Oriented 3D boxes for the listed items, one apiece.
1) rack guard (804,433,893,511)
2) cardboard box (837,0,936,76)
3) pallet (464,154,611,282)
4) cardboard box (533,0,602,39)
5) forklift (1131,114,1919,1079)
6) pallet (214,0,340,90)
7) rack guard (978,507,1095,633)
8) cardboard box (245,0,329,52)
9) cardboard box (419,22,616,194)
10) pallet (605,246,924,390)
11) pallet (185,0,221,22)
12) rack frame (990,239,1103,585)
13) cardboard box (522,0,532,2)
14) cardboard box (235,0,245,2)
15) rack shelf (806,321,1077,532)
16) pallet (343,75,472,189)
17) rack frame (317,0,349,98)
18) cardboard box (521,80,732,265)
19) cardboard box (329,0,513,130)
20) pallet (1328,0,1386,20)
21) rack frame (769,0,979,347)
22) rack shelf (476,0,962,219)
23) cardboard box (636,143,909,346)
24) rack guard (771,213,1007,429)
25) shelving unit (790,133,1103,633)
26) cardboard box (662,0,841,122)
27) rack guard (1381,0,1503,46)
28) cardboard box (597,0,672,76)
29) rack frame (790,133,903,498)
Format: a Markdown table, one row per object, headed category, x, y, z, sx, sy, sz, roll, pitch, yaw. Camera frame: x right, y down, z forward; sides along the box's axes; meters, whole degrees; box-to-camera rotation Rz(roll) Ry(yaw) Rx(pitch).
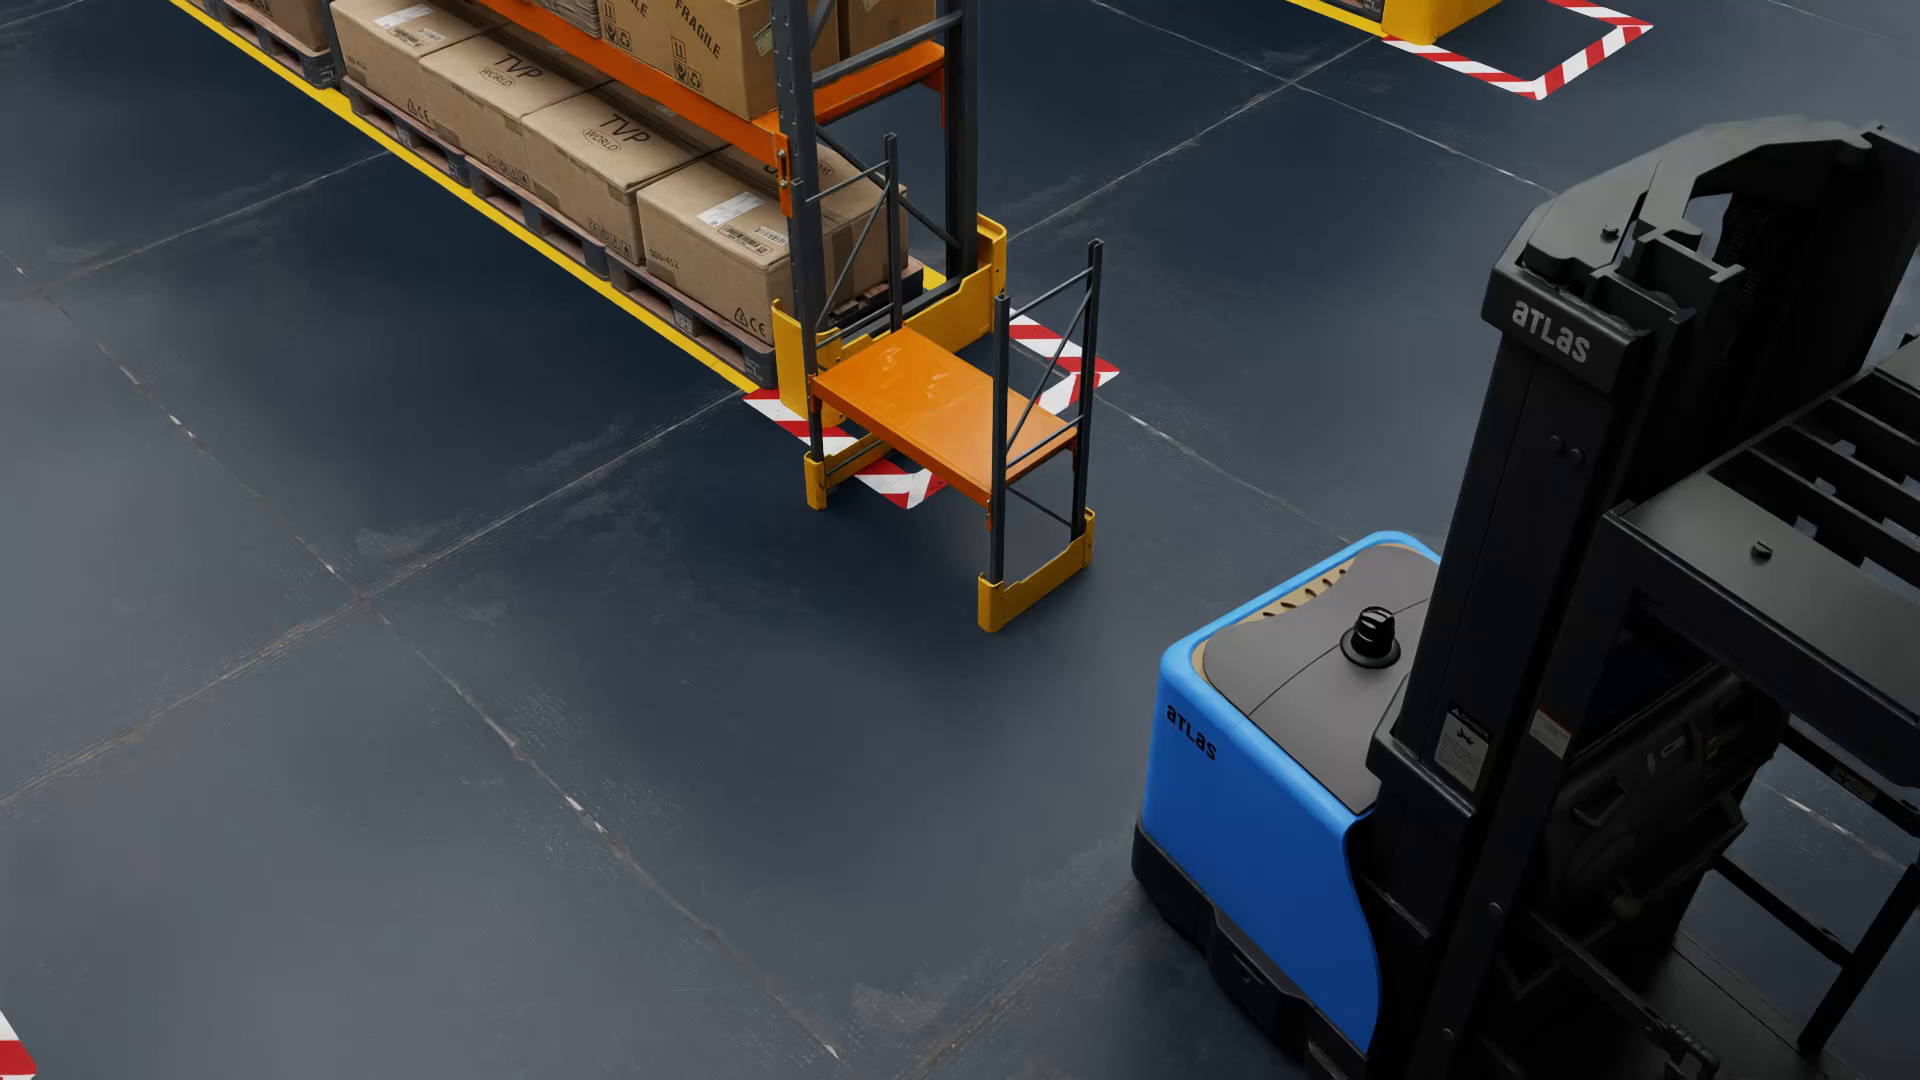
| category | x | y | z | sx | sy | sz | roll | pitch | yaw |
| --- | --- | --- | --- | --- | --- | --- | --- | --- | --- |
| rack guard | -0.406 | -0.368 | 6.964 | 0.587 | 0.250 | 0.087 | -34 | 53 | -31 |
| cardboard box | -0.450 | -2.350 | 7.009 | 0.500 | 0.500 | 0.500 | 34 | 52 | 31 |
| pallet | -1.792 | -1.854 | 8.601 | 1.003 | 0.211 | 1.213 | -34 | 53 | -31 |
| cardboard box | -1.557 | -2.577 | 7.255 | 0.500 | 0.500 | 0.500 | -33 | 52 | -30 |
| forklift | 1.829 | 0.661 | 3.875 | 1.130 | 2.935 | 3.031 | -26 | 49 | -25 |
| pallet | -3.738 | -3.178 | 10.033 | 1.003 | 0.211 | 1.213 | -34 | 53 | -31 |
| rack guard | 0.298 | 0.111 | 6.446 | 0.587 | 0.250 | 0.087 | -34 | 53 | -31 |
| cardboard box | -3.634 | -3.500 | 9.584 | 0.875 | 0.875 | 0.875 | -32 | 52 | -30 |
| cardboard box | -2.139 | -2.297 | 8.604 | 0.875 | 0.438 | 0.875 | 33 | 52 | 30 |
| pallet | -0.935 | -1.268 | 7.966 | 1.003 | 0.211 | 1.213 | -34 | 53 | -31 |
| pallet | -4.603 | -3.764 | 10.668 | 1.003 | 0.211 | 1.213 | -34 | 53 | -31 |
| rack frame | 0.299 | -0.348 | 6.021 | 0.500 | 1.500 | 0.032 | -34 | 53 | -31 |
| cardboard box | -1.930 | -2.819 | 7.517 | 0.500 | 0.500 | 0.500 | -33 | 52 | -30 |
| cardboard box | -4.277 | -3.931 | 10.050 | 0.875 | 0.875 | 0.875 | -33 | 52 | -30 |
| rack shelf | -0.060 | -0.460 | 6.407 | 0.538 | 0.185 | 1.000 | -34 | 53 | -31 |
| pallet | -2.658 | -2.440 | 9.235 | 1.003 | 0.211 | 1.213 | -34 | 53 | -31 |
| rack frame | -3.139 | -3.867 | 8.725 | 1.000 | 3.000 | 0.127 | -34 | 53 | -31 |
| cardboard box | -1.504 | -1.863 | 8.135 | 0.875 | 0.438 | 0.875 | -33 | 52 | -30 |
| cardboard box | -2.772 | -2.727 | 9.070 | 0.875 | 0.438 | 0.875 | 33 | 52 | 31 |
| pallet | 2.516 | -3.786 | 10.691 | 1.003 | 0.211 | 1.213 | -34 | 53 | -31 |
| rack frame | -0.315 | -1.945 | 6.645 | 1.000 | 3.000 | 0.127 | -34 | 53 | -31 |
| rack shelf | -1.727 | -2.642 | 7.929 | 1.077 | 0.370 | 4.000 | -34 | 53 | -31 |
| cardboard box | -0.851 | -1.427 | 7.663 | 0.875 | 0.438 | 0.875 | 32 | 52 | 30 |
| rack guard | -0.298 | -1.015 | 7.480 | 1.175 | 0.500 | 0.348 | -34 | 53 | -31 |
| shelving unit | -0.054 | -0.587 | 6.281 | 0.587 | 1.500 | 1.083 | -34 | 53 | -31 |
| cardboard box | -0.843 | -2.087 | 6.724 | 0.500 | 0.500 | 0.500 | -34 | 52 | -31 |
| rack guard | 3.065 | -3.484 | 10.152 | 1.175 | 0.500 | 0.348 | -34 | 53 | -31 |
| cardboard box | -1.186 | -2.335 | 6.993 | 0.500 | 0.500 | 0.500 | 33 | 52 | 31 |
| rack frame | -0.419 | -0.836 | 6.550 | 0.500 | 1.500 | 0.032 | -34 | 53 | -31 |
